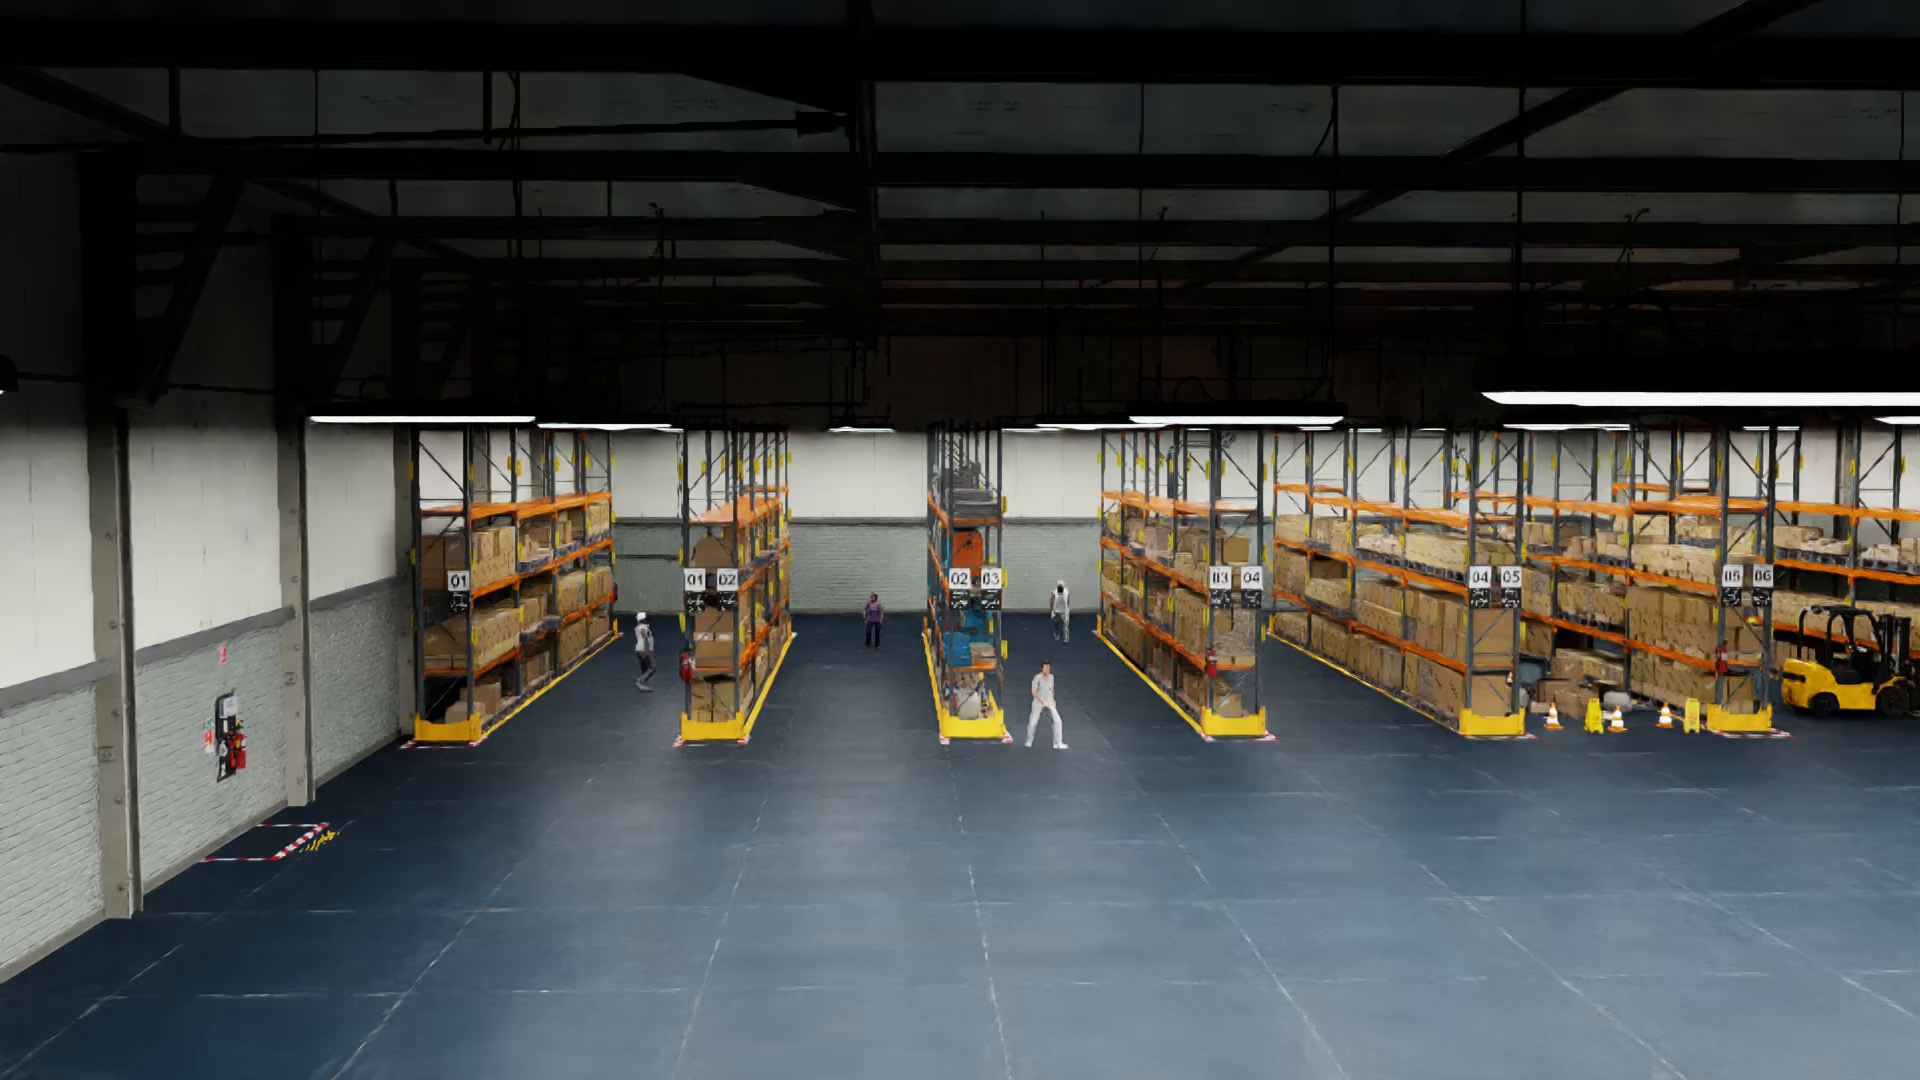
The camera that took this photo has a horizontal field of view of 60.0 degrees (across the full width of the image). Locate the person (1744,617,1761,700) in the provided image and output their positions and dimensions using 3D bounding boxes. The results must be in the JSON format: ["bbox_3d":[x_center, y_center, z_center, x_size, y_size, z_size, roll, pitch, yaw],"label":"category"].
[{"bbox_3d":[16.986,2.534,35.788,0.580,1.763,0.673,2,4,28],"label":"person"}]

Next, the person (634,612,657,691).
[{"bbox_3d":[-7.022,2.474,36.904,0.445,1.768,0.576,-2,4,-33],"label":"person"}]

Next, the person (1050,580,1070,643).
[{"bbox_3d":[2.761,1.933,45.680,0.566,1.706,1.122,0,4,0],"label":"person"}]

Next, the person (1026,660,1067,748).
[{"bbox_3d":[1.522,2.973,30.251,0.600,1.604,0.808,-1,4,-20],"label":"person"}]

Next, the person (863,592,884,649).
[{"bbox_3d":[-2.300,2.138,44.082,0.566,1.541,0.519,0,4,-5],"label":"person"}]
